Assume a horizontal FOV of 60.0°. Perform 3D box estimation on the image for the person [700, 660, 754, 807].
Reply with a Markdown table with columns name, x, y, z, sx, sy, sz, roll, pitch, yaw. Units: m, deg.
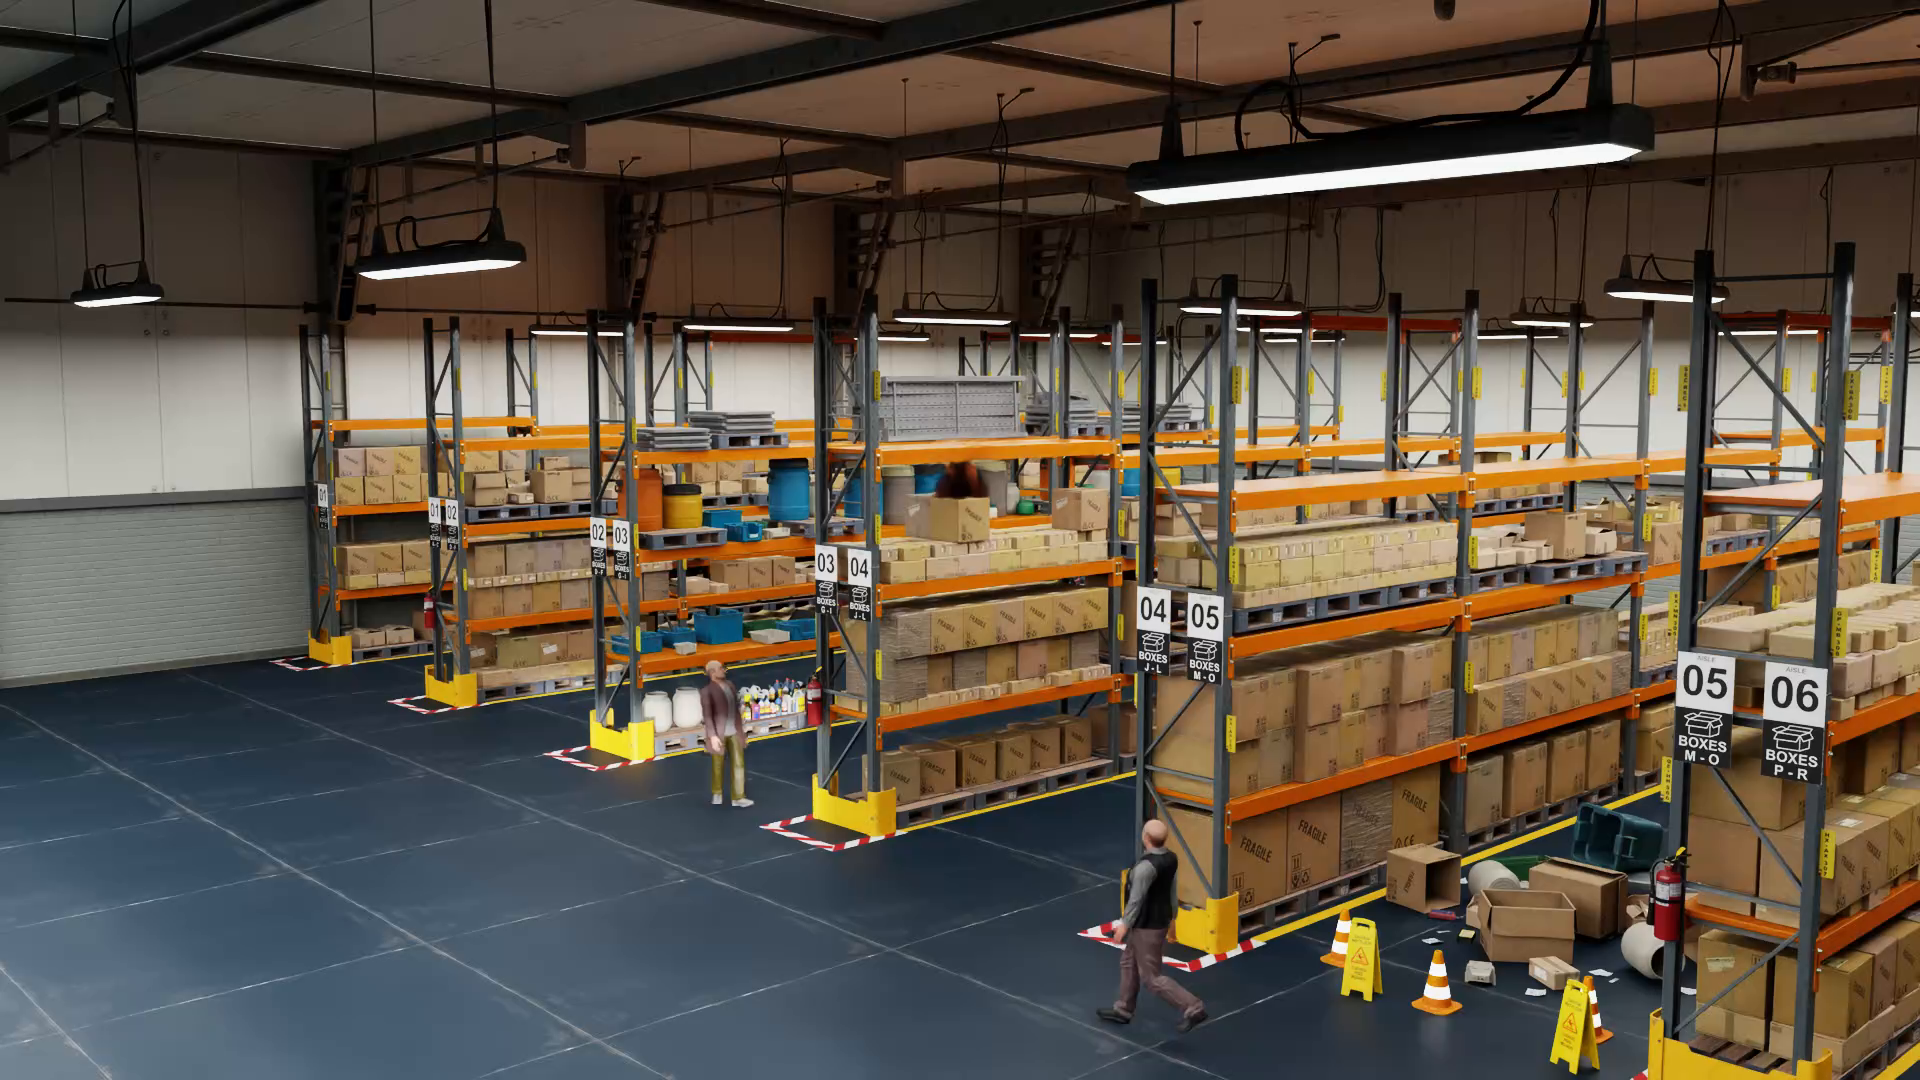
| name | x | y | z | sx | sy | sz | roll | pitch | yaw |
| --- | --- | --- | --- | --- | --- | --- | --- | --- | --- |
| person | -2.796 | 2.304 | 19.784 | 0.603 | 1.760 | 0.723 | -3 | 7 | -30 |

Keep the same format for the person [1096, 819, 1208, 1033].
| name | x | y | z | sx | sy | sz | roll | pitch | yaw |
| --- | --- | --- | --- | --- | --- | --- | --- | --- | --- |
| person | 1.555 | 2.989 | 12.956 | 0.774 | 1.641 | 0.506 | 2 | 6 | 19 |
